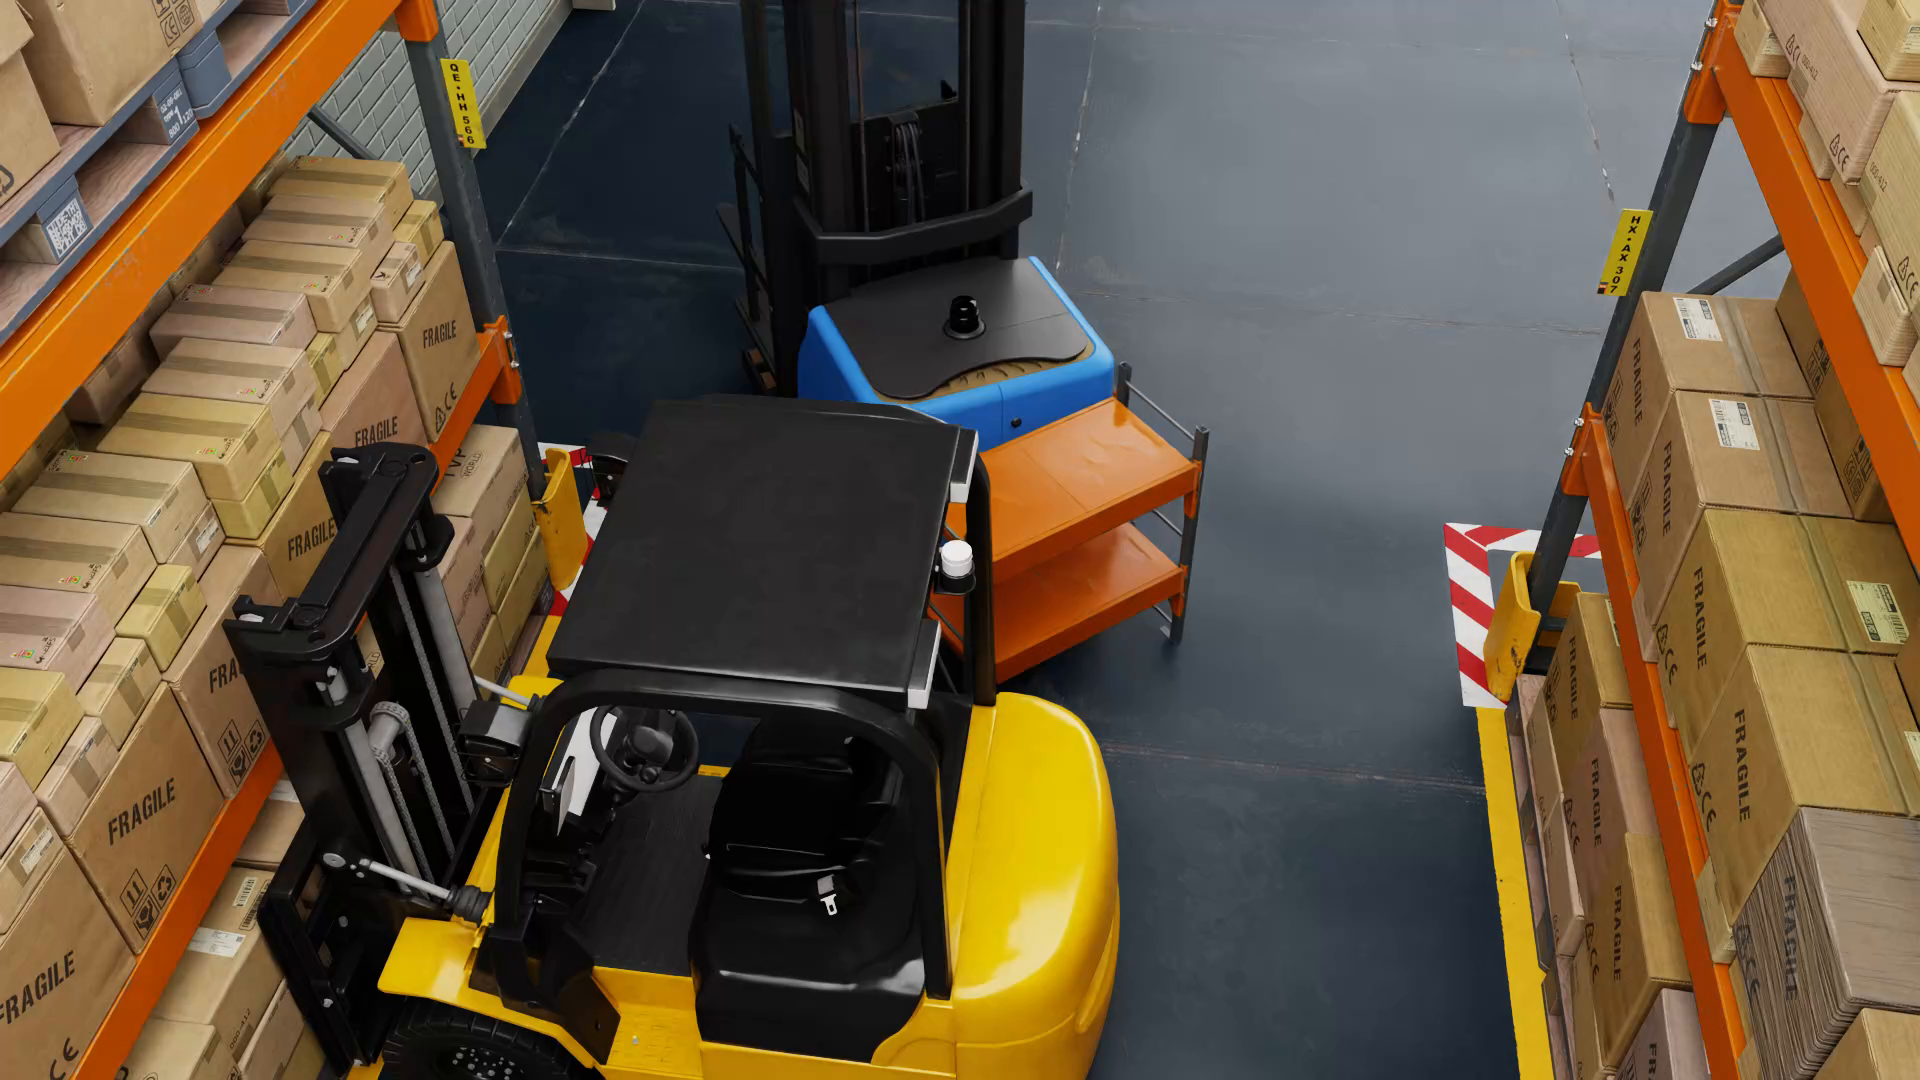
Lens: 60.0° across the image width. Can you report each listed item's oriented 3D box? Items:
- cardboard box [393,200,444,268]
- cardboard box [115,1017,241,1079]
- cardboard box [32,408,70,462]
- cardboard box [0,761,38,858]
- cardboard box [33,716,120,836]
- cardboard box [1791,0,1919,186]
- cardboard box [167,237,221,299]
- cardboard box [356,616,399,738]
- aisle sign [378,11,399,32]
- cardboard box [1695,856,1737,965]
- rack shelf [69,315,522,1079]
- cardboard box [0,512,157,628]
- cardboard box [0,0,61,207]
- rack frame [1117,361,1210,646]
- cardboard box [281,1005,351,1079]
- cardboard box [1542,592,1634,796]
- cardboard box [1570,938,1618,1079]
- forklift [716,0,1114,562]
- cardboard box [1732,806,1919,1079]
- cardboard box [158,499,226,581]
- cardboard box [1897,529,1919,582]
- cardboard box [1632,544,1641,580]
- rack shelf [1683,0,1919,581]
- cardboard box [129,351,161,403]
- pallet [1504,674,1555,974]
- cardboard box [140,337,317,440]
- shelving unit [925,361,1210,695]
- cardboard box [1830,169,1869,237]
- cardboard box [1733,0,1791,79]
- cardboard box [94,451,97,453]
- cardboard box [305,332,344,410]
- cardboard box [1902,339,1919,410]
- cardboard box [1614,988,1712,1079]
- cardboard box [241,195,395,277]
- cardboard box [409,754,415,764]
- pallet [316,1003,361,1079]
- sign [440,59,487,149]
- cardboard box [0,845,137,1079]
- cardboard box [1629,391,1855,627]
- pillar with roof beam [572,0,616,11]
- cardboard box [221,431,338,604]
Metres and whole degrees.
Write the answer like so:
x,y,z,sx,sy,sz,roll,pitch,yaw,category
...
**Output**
x,y,z,sx,sy,sz,roll,pitch,yaw,category
-1.979,-1.030,5.612,0.380,0.149,0.250,6,44,6,cardboard box
-2.287,1.540,4.409,0.500,0.250,0.500,5,44,6,cardboard box
-2.746,-0.315,4.640,0.380,0.149,0.250,4,44,5,cardboard box
-2.298,0.608,3.665,0.380,0.149,0.250,6,44,6,cardboard box
-2.255,0.544,3.949,0.380,0.149,0.250,5,44,5,cardboard box
2.303,-1.054,3.892,0.500,0.250,0.500,5,44,5,cardboard box
-2.556,-0.834,5.188,0.380,0.149,0.250,6,44,6,cardboard box
-2.081,0.498,5.509,0.500,0.250,0.500,6,44,6,cardboard box
-1.911,-1.982,5.271,0.394,0.787,0.004,5,44,6,aisle sign
2.114,0.956,4.242,0.380,0.149,0.250,6,44,6,cardboard box
-2.476,0.604,4.954,1.077,0.370,4.000,5,44,6,rack shelf
-2.297,0.079,4.224,0.380,0.149,0.250,5,44,6,cardboard box
-2.378,-0.928,3.413,0.797,0.503,0.637,7,44,7,cardboard box
0.756,-0.126,6.565,0.032,1.125,0.500,-25,49,-24,rack frame
-2.244,1.553,5.122,0.500,0.250,0.500,6,44,6,cardboard box
2.326,0.543,5.644,0.500,0.500,0.500,4,44,4,cardboard box
2.194,1.519,5.158,0.500,0.250,0.500,8,44,8,cardboard box
-0.406,-1.803,7.023,1.130,2.935,3.031,-16,46,-16,forklift
2.118,0.979,3.745,0.500,0.500,0.500,6,44,7,cardboard box
-2.247,0.008,4.515,0.380,0.149,0.250,5,44,5,cardboard box
2.818,-0.010,4.062,0.700,0.500,0.500,5,44,5,cardboard box
2.325,0.079,5.168,0.380,0.149,0.250,4,44,4,cardboard box
2.445,-0.037,3.449,1.077,0.370,4.000,5,44,6,rack shelf
-2.618,-0.561,5.117,0.380,0.149,0.250,4,44,4,cardboard box
2.557,1.043,5.995,1.003,0.211,1.213,5,44,6,pallet
-2.090,-0.435,4.767,0.380,0.149,0.250,6,44,7,cardboard box
0.333,0.068,6.360,1.048,1.125,0.538,-25,49,-24,shelving unit
2.320,-0.838,3.954,0.380,0.149,0.250,5,44,5,cardboard box
2.344,-1.373,4.520,0.380,0.149,0.250,5,44,6,cardboard box
-2.661,-0.044,5.042,0.500,0.500,0.500,5,44,5,cardboard box
-2.123,-0.514,5.067,0.380,0.149,0.250,5,44,5,cardboard box
2.182,-0.309,3.396,0.380,0.149,0.250,4,44,4,cardboard box
2.125,1.606,4.521,0.500,0.500,0.500,7,44,8,cardboard box
-2.052,-0.966,5.328,0.380,0.149,0.250,5,44,6,cardboard box
-2.090,0.699,5.661,0.500,0.250,0.500,4,44,5,cardboard box
-2.435,1.346,5.675,1.003,0.211,1.213,5,44,6,pallet
-1.675,-1.468,5.604,0.100,0.325,0.005,5,44,6,sign
-2.370,1.034,3.903,0.500,0.500,0.500,6,44,6,cardboard box
2.306,-0.065,4.848,0.500,0.500,0.500,6,44,7,cardboard box
1.864,-6.504,7.574,9.100,9.000,0.400,5,44,6,pillar with roof beam
-2.161,0.005,4.991,0.500,0.500,0.500,4,44,5,cardboard box
